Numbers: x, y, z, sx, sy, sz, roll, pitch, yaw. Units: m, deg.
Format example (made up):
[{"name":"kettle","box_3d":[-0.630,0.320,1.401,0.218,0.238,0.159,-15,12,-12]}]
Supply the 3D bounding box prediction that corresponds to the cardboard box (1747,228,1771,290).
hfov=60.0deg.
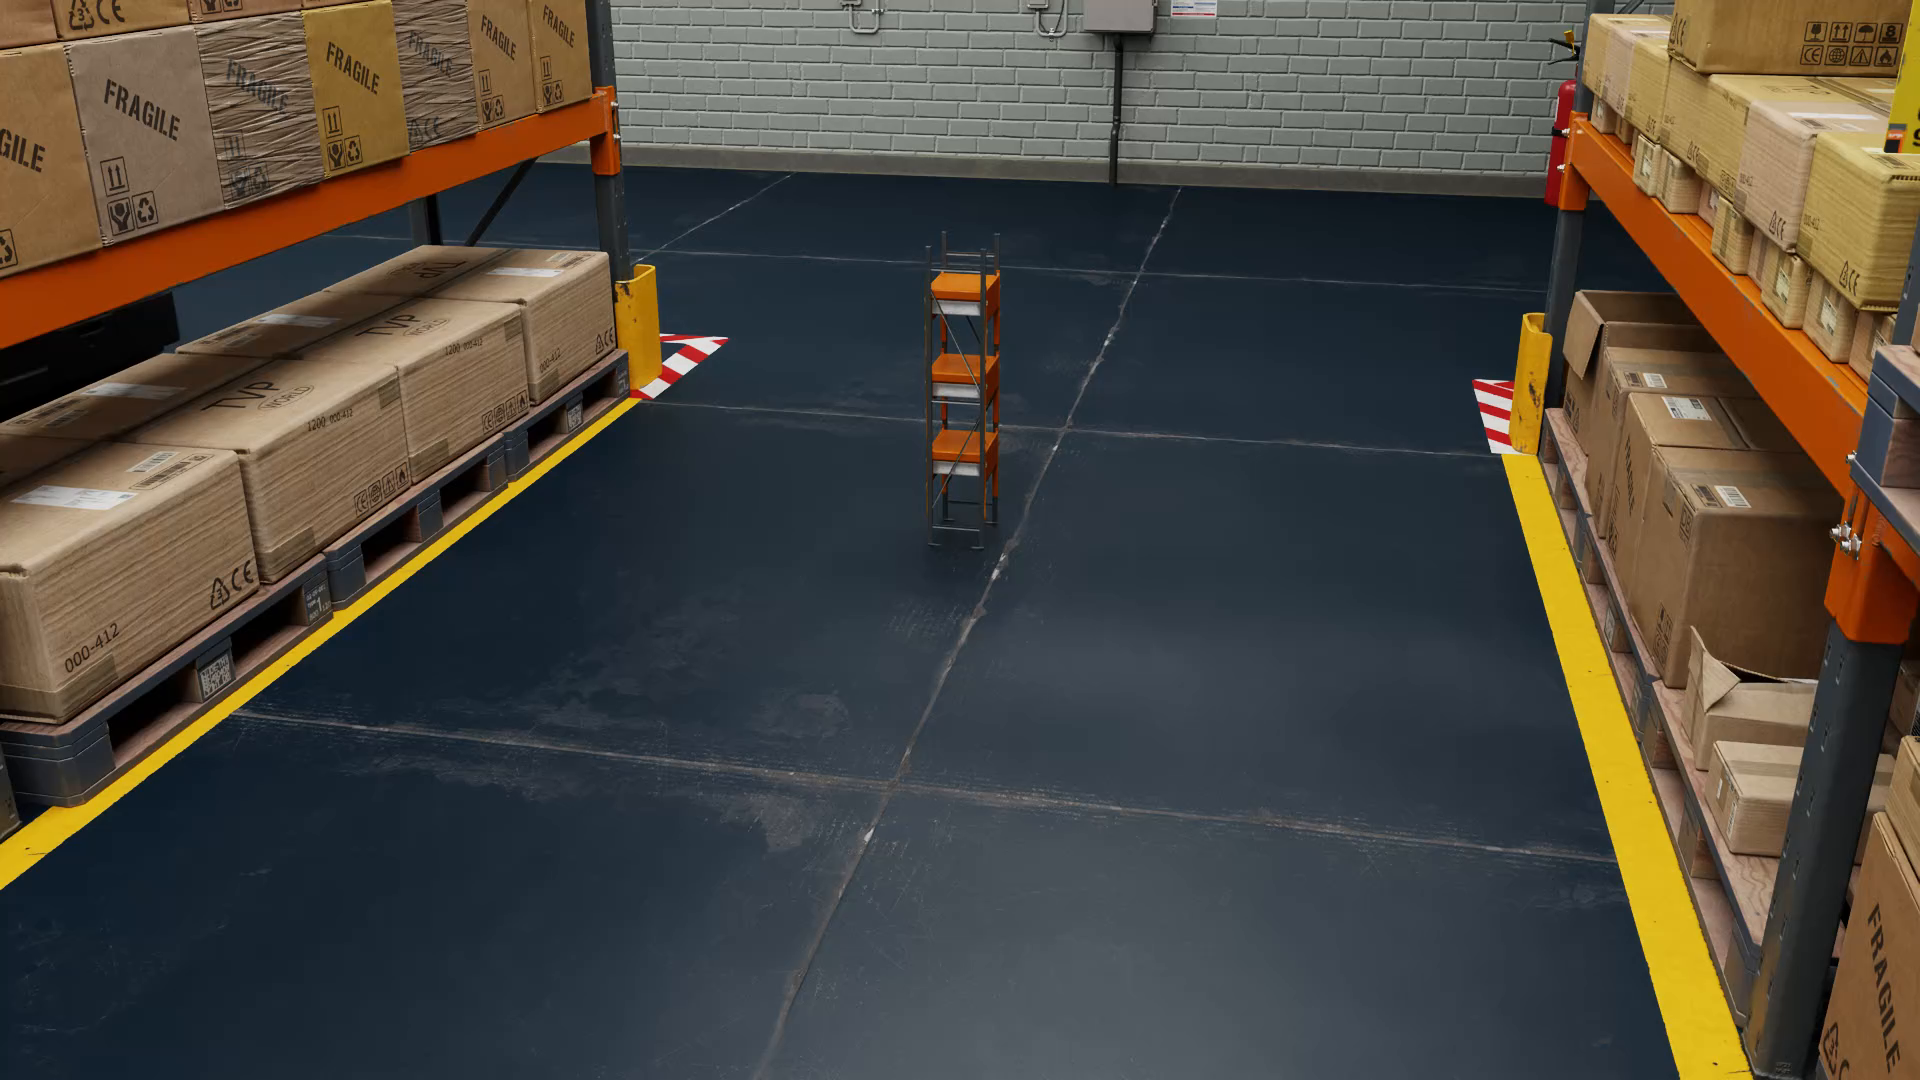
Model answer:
[{"name":"cardboard box","box_3d":[2.008,-0.630,3.738,0.380,0.149,0.250,5,22,12]}]

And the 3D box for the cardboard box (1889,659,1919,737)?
[{"name":"cardboard box","box_3d":[2.504,0.423,4.043,0.380,0.149,0.250,4,22,10]}]

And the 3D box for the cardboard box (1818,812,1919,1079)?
[{"name":"cardboard box","box_3d":[1.730,0.802,2.632,0.500,0.500,0.500,5,23,13]}]

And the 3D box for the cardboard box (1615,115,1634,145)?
[{"name":"cardboard box","box_3d":[2.523,-1.473,5.833,0.380,0.149,0.250,5,22,12]}]

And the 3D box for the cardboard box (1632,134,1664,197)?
[{"name":"cardboard box","box_3d":[2.218,-1.102,4.912,0.380,0.149,0.250,4,22,9]}]

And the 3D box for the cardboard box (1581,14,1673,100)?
[{"name":"cardboard box","box_3d":[2.509,-1.709,5.884,0.500,0.250,0.500,5,22,11]}]

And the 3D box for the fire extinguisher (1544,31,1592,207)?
[{"name":"fire extinguisher","box_3d":[2.443,-1.666,6.577,0.296,0.674,0.183,4,22,11]}]

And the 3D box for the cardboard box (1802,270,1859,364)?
[{"name":"cardboard box","box_3d":[1.899,-0.439,3.265,0.380,0.149,0.250,5,22,12]}]

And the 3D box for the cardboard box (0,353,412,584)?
[{"name":"cardboard box","box_3d":[-2.396,-0.255,5.339,0.875,0.438,0.875,4,22,9]}]

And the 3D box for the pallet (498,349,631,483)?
[{"name":"pallet","box_3d":[-2.081,-0.571,6.988,1.003,0.211,1.213,4,22,11]}]

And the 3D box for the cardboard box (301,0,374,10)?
[{"name":"cardboard box","box_3d":[-2.147,-1.921,5.135,0.500,0.500,0.500,4,22,11]}]

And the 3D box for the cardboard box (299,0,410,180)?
[{"name":"cardboard box","box_3d":[-2.139,-1.451,5.308,0.500,0.500,0.500,5,22,13]}]

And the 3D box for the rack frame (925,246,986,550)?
[{"name":"rack frame","box_3d":[-0.014,-0.462,5.595,0.200,1.050,0.008,4,22,11]}]

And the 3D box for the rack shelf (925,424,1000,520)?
[{"name":"rack shelf","box_3d":[0.011,-0.239,5.814,0.215,0.259,0.240,4,22,11]}]

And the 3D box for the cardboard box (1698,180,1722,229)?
[{"name":"cardboard box","box_3d":[2.199,-0.905,4.422,0.380,0.149,0.250,4,22,11]}]

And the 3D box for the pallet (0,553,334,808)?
[{"name":"pallet","box_3d":[-2.579,0.322,4.773,1.003,0.211,1.213,4,22,11]}]

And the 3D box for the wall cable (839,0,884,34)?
[{"name":"wall cable","box_3d":[-0.867,-4.712,12.138,0.585,1.953,0.123,4,22,11]}]

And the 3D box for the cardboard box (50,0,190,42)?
[{"name":"cardboard box","box_3d":[-2.368,-1.550,4.215,0.500,0.500,0.500,4,22,10]}]

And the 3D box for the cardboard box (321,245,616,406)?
[{"name":"cardboard box","box_3d":[-2.032,-0.920,6.990,0.875,0.438,0.875,4,22,9]}]

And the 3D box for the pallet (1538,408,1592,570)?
[{"name":"pallet","box_3d":[2.688,-0.173,6.000,1.003,0.211,1.213,4,22,11]}]

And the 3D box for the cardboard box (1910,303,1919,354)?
[{"name":"cardboard box","box_3d":[1.731,-0.404,2.146,0.700,0.500,0.500,5,22,12]}]

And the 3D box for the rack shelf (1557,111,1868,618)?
[{"name":"rack shelf","box_3d":[2.457,-0.721,4.590,1.077,0.370,4.000,4,22,11]}]

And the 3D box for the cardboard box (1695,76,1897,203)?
[{"name":"cardboard box","box_3d":[2.116,-0.962,4.029,0.500,0.250,0.500,4,22,11]}]

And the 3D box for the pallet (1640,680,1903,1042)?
[{"name":"pallet","box_3d":[2.190,0.720,3.784,1.003,0.211,1.213,4,22,11]}]

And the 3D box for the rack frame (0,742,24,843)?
[{"name":"rack frame","box_3d":[-2.811,-0.700,3.576,1.000,3.000,0.127,4,22,11]}]

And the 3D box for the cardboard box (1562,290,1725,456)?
[{"name":"cardboard box","box_3d":[2.648,-0.606,6.123,0.797,0.503,0.637,4,22,9]}]

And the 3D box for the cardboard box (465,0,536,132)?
[{"name":"cardboard box","box_3d":[-1.951,-1.830,6.249,0.500,0.500,0.500,4,22,10]}]

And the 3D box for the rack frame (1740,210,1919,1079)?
[{"name":"rack frame","box_3d":[2.049,-0.323,2.640,1.000,3.000,0.127,4,22,11]}]

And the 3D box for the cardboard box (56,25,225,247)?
[{"name":"cardboard box","box_3d":[-2.352,-1.082,4.390,0.500,0.500,0.500,5,22,11]}]

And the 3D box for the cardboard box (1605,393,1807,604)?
[{"name":"cardboard box","box_3d":[2.229,-0.109,4.893,0.500,0.500,0.500,5,22,12]}]

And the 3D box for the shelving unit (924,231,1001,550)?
[{"name":"shelving unit","box_3d":[0.011,-0.507,5.706,0.215,1.050,0.252,4,22,11]}]

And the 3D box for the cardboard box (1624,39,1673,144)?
[{"name":"cardboard box","box_3d":[2.306,-1.339,4.965,0.500,0.250,0.500,4,22,10]}]

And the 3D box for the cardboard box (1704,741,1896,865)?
[{"name":"cardboard box","box_3d":[1.875,0.579,3.656,0.380,0.149,0.250,4,22,9]}]

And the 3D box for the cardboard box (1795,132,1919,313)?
[{"name":"cardboard box","box_3d":[1.914,-0.596,3.121,0.500,0.250,0.500,5,22,12]}]

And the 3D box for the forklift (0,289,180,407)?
[{"name":"forklift","box_3d":[-4.706,-1.800,6.400,1.130,2.935,3.031,7,23,16]}]

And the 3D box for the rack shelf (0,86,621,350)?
[{"name":"rack shelf","box_3d":[-2.403,-1.098,5.527,1.077,0.370,4.000,4,22,11]}]

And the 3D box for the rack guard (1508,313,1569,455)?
[{"name":"rack guard","box_3d":[2.850,-0.598,6.670,1.175,0.500,0.348,4,22,11]}]

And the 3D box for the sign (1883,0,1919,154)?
[{"name":"sign","box_3d":[1.516,-0.763,2.574,0.100,0.325,0.005,4,22,11]}]
